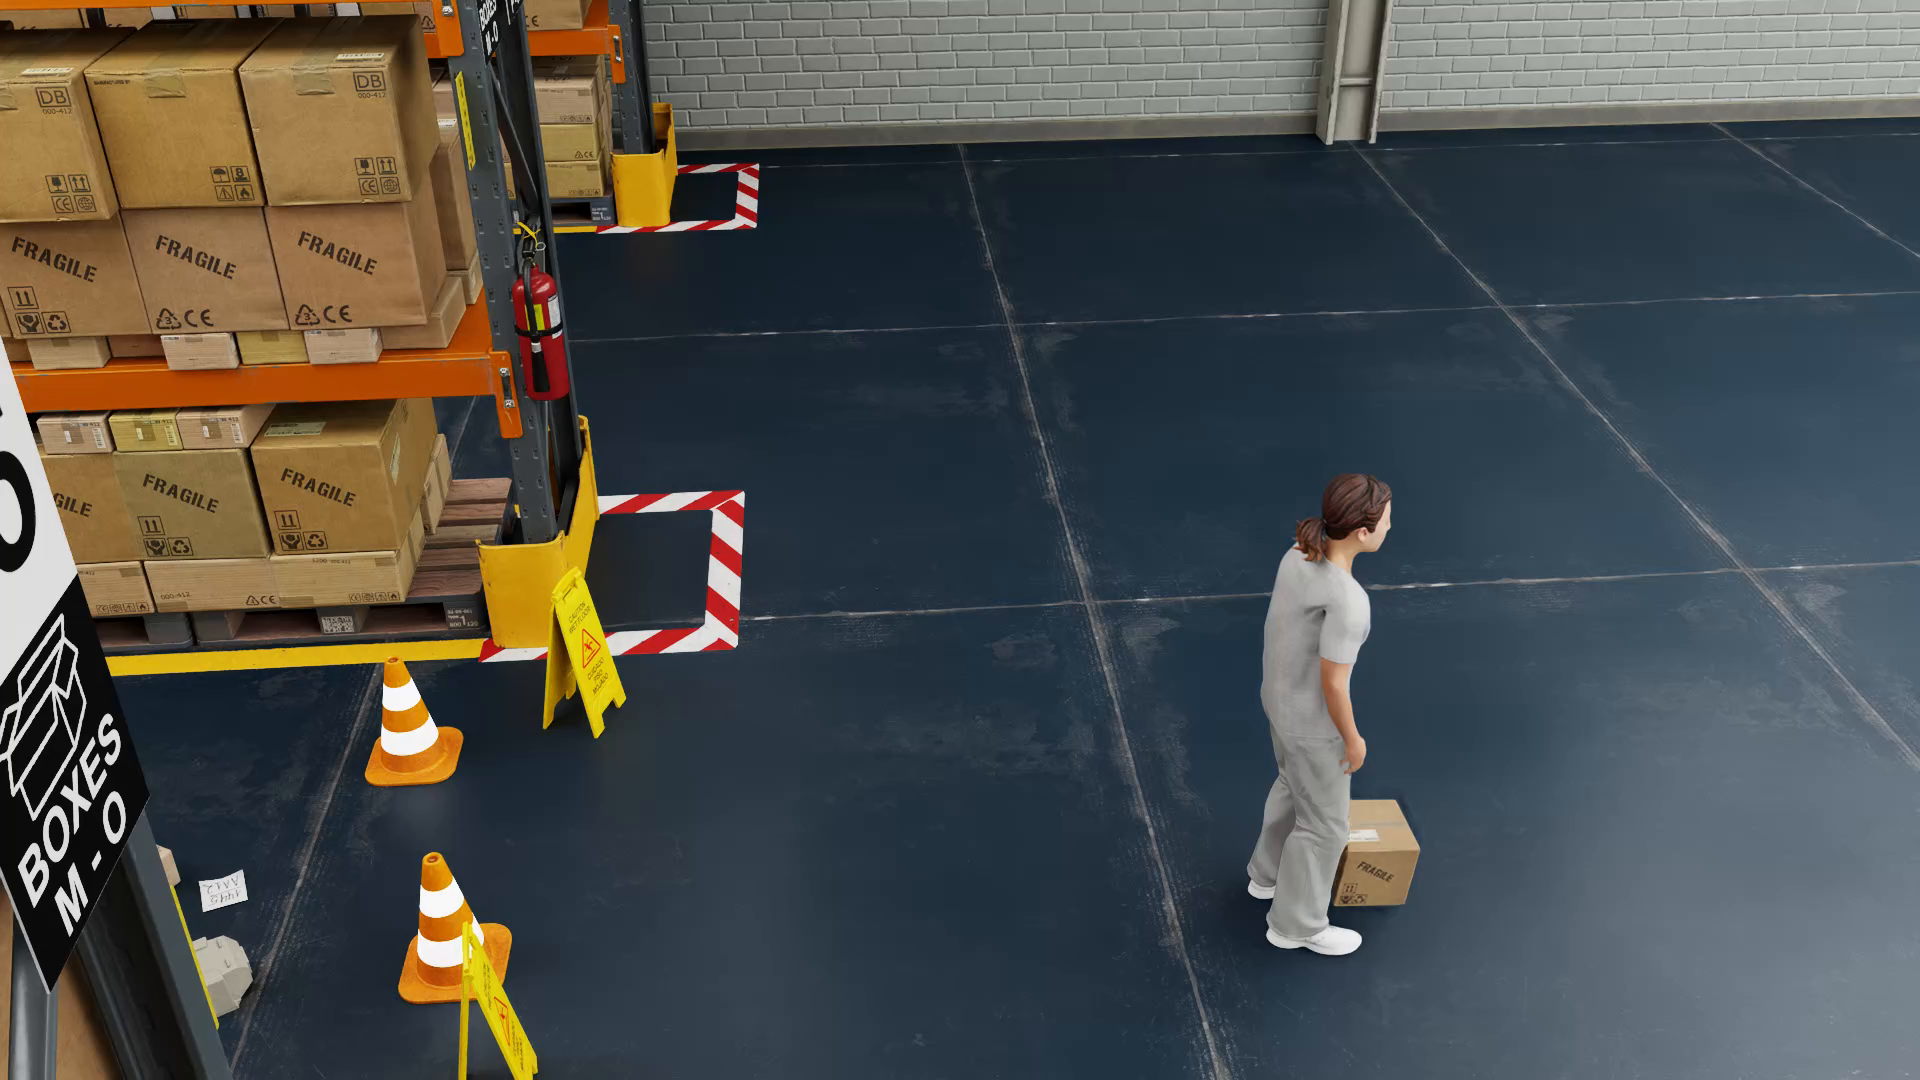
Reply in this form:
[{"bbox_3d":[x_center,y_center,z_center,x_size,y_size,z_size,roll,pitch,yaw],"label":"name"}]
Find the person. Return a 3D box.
[{"bbox_3d":[1.129,0.541,5.241,0.362,1.674,0.483,-4,31,-6],"label":"person"}]
